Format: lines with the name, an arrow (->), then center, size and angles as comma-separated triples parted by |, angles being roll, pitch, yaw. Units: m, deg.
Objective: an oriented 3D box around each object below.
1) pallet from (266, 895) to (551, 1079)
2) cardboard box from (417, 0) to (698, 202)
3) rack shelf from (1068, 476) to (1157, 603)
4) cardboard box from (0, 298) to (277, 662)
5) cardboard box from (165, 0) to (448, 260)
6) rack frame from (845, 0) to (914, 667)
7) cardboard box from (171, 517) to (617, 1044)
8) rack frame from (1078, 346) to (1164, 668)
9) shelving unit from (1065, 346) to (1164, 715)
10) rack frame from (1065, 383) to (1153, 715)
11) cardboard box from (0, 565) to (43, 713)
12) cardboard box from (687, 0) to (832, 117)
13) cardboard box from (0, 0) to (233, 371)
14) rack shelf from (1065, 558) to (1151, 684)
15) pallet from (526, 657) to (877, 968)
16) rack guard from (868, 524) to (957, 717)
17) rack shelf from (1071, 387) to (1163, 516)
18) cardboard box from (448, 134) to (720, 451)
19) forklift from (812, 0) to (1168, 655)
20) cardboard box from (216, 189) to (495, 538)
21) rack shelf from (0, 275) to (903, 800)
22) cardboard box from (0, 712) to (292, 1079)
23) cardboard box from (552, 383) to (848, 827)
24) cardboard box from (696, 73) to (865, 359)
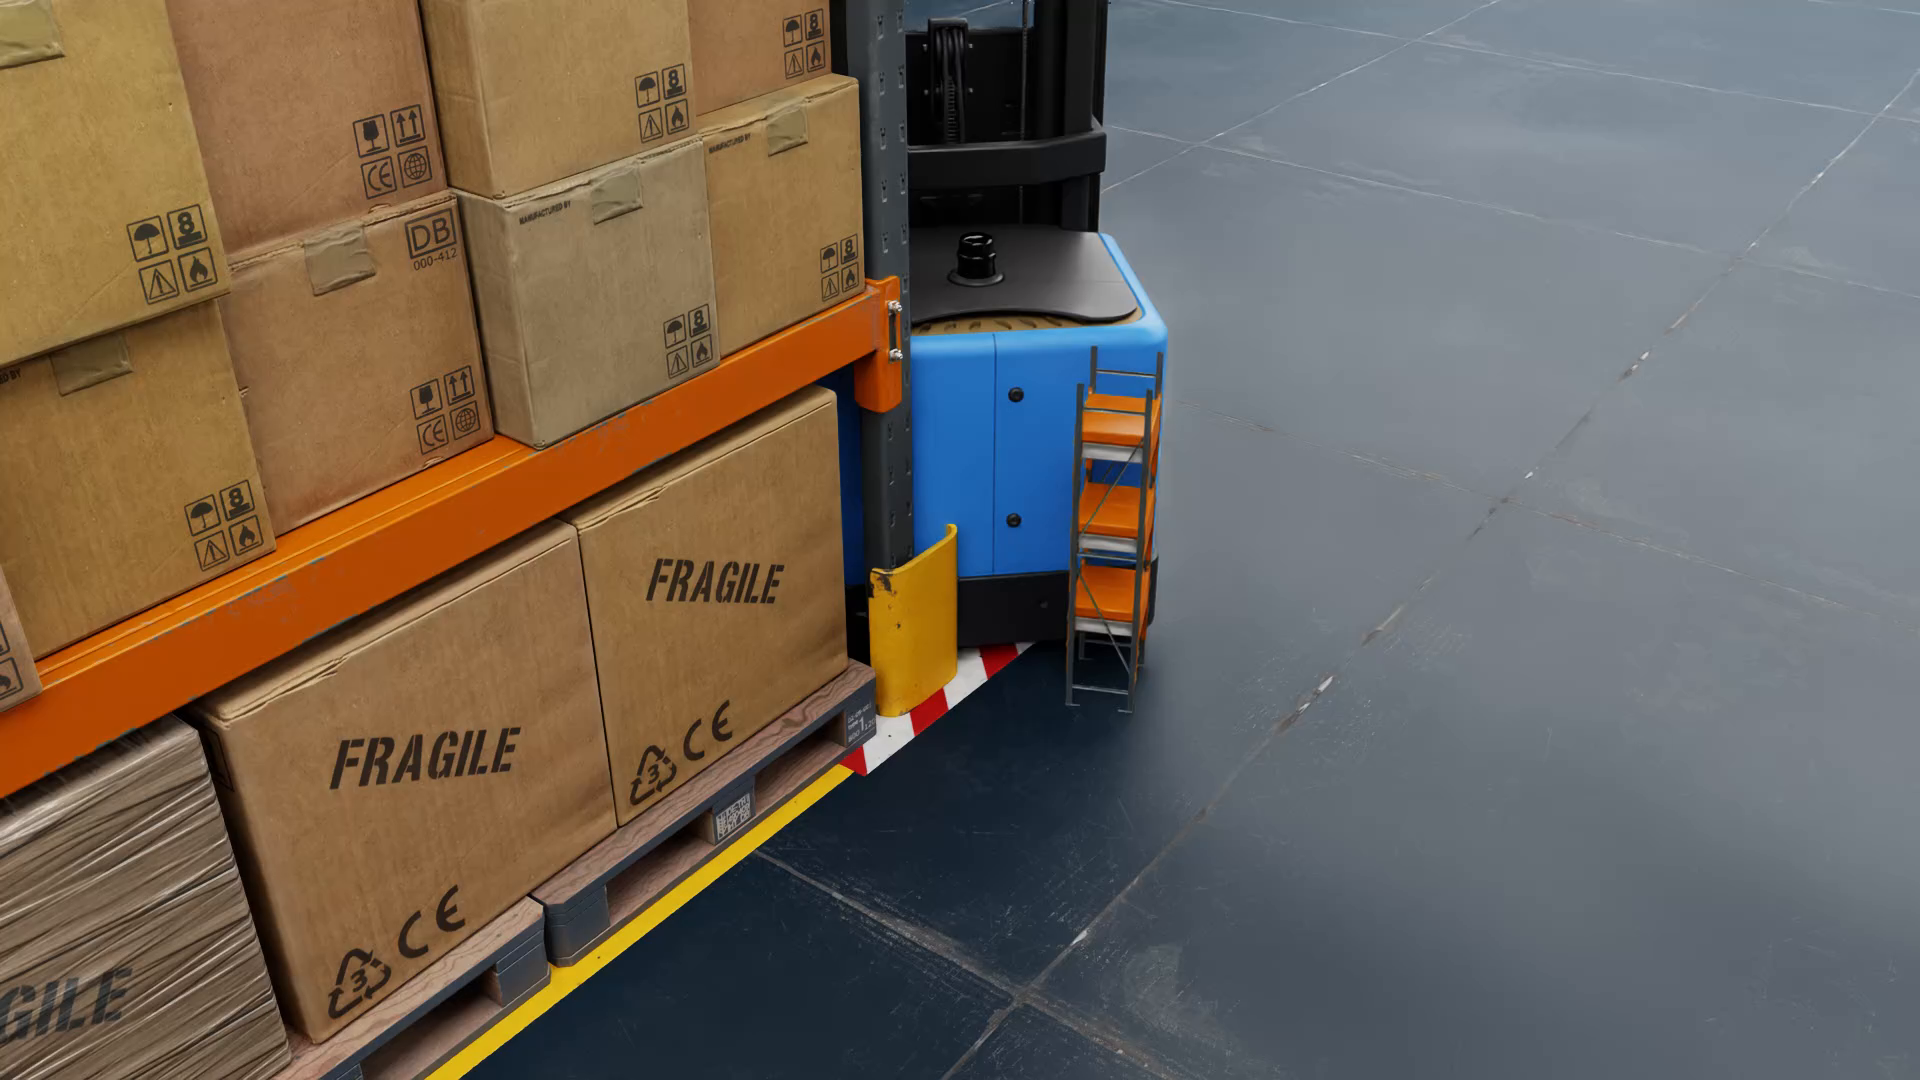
pallet -> -1.723, 1.046, 3.778 | 1.003, 0.211, 1.213 | 21, 37, 31
cardboard box -> -1.079, -1.135, 3.517 | 0.875, 0.550, 0.550 | 21, 37, 31
rack shelf -> 0.435, -0.003, 4.746 | 0.215, 0.259, 0.240 | 6, 31, 11
cardboard box -> -1.794, -0.249, 3.081 | 0.875, 0.550, 0.500 | 21, 37, 31
cardboard box -> -1.526, -0.949, 3.203 | 0.875, 0.550, 0.550 | 21, 37, 31
rack frame -> -0.566, -0.997, 4.490 | 1.000, 3.000, 0.127 | 21, 37, 31
cardboard box -> -1.452, 0.391, 3.820 | 0.875, 0.875, 0.875 | 20, 36, 31
rack frame -> 0.462, -0.073, 4.843 | 0.200, 1.050, 0.008 | 6, 31, 11
shelving unit -> 0.435, -0.012, 4.740 | 0.215, 1.050, 0.252 | 6, 31, 11
rack frame -> 0.409, 0.048, 4.638 | 0.200, 1.050, 0.008 | 6, 31, 11
cardboard box -> -2.034, -0.003, 2.665 | 0.875, 0.550, 0.550 | 21, 37, 31
cardboard box -> -0.821, -1.387, 3.942 | 0.875, 0.550, 0.550 | 21, 37, 31
cardboard box -> -1.742, -0.694, 2.772 | 0.875, 0.550, 0.500 | 21, 37, 31
rack shelf -> 0.436, 0.236, 4.887 | 0.215, 0.259, 0.240 | 6, 31, 11
pallet -> -0.986, 0.552, 4.612 | 1.003, 0.211, 1.213 | 21, 37, 31
rack guard -> -0.552, 0.069, 5.143 | 1.175, 0.500, 0.348 | 21, 37, 31
rack shelf -> 0.435, -0.247, 4.601 | 0.215, 0.259, 0.240 | 6, 31, 11
cardboard box -> -1.069, -0.666, 3.785 | 0.875, 0.550, 0.550 | 21, 37, 31
forklift -> -0.102, -1.646, 5.652 | 1.130, 2.935, 3.031 | -4, 31, -7
cardboard box -> -1.507, -0.477, 3.466 | 0.875, 0.550, 0.550 | 21, 37, 31
rack shelf -> -1.773, 0.126, 3.301 | 1.077, 0.370, 4.000 | 21, 37, 31
cardboard box -> -2.004, 0.761, 3.196 | 0.875, 0.875, 0.875 | 21, 37, 32
cardboard box -> -0.923, 0.033, 4.425 | 0.875, 0.875, 0.875 | 21, 37, 32
cardboard box -> -0.754, -0.896, 4.173 | 0.875, 0.550, 0.550 | 21, 37, 31
